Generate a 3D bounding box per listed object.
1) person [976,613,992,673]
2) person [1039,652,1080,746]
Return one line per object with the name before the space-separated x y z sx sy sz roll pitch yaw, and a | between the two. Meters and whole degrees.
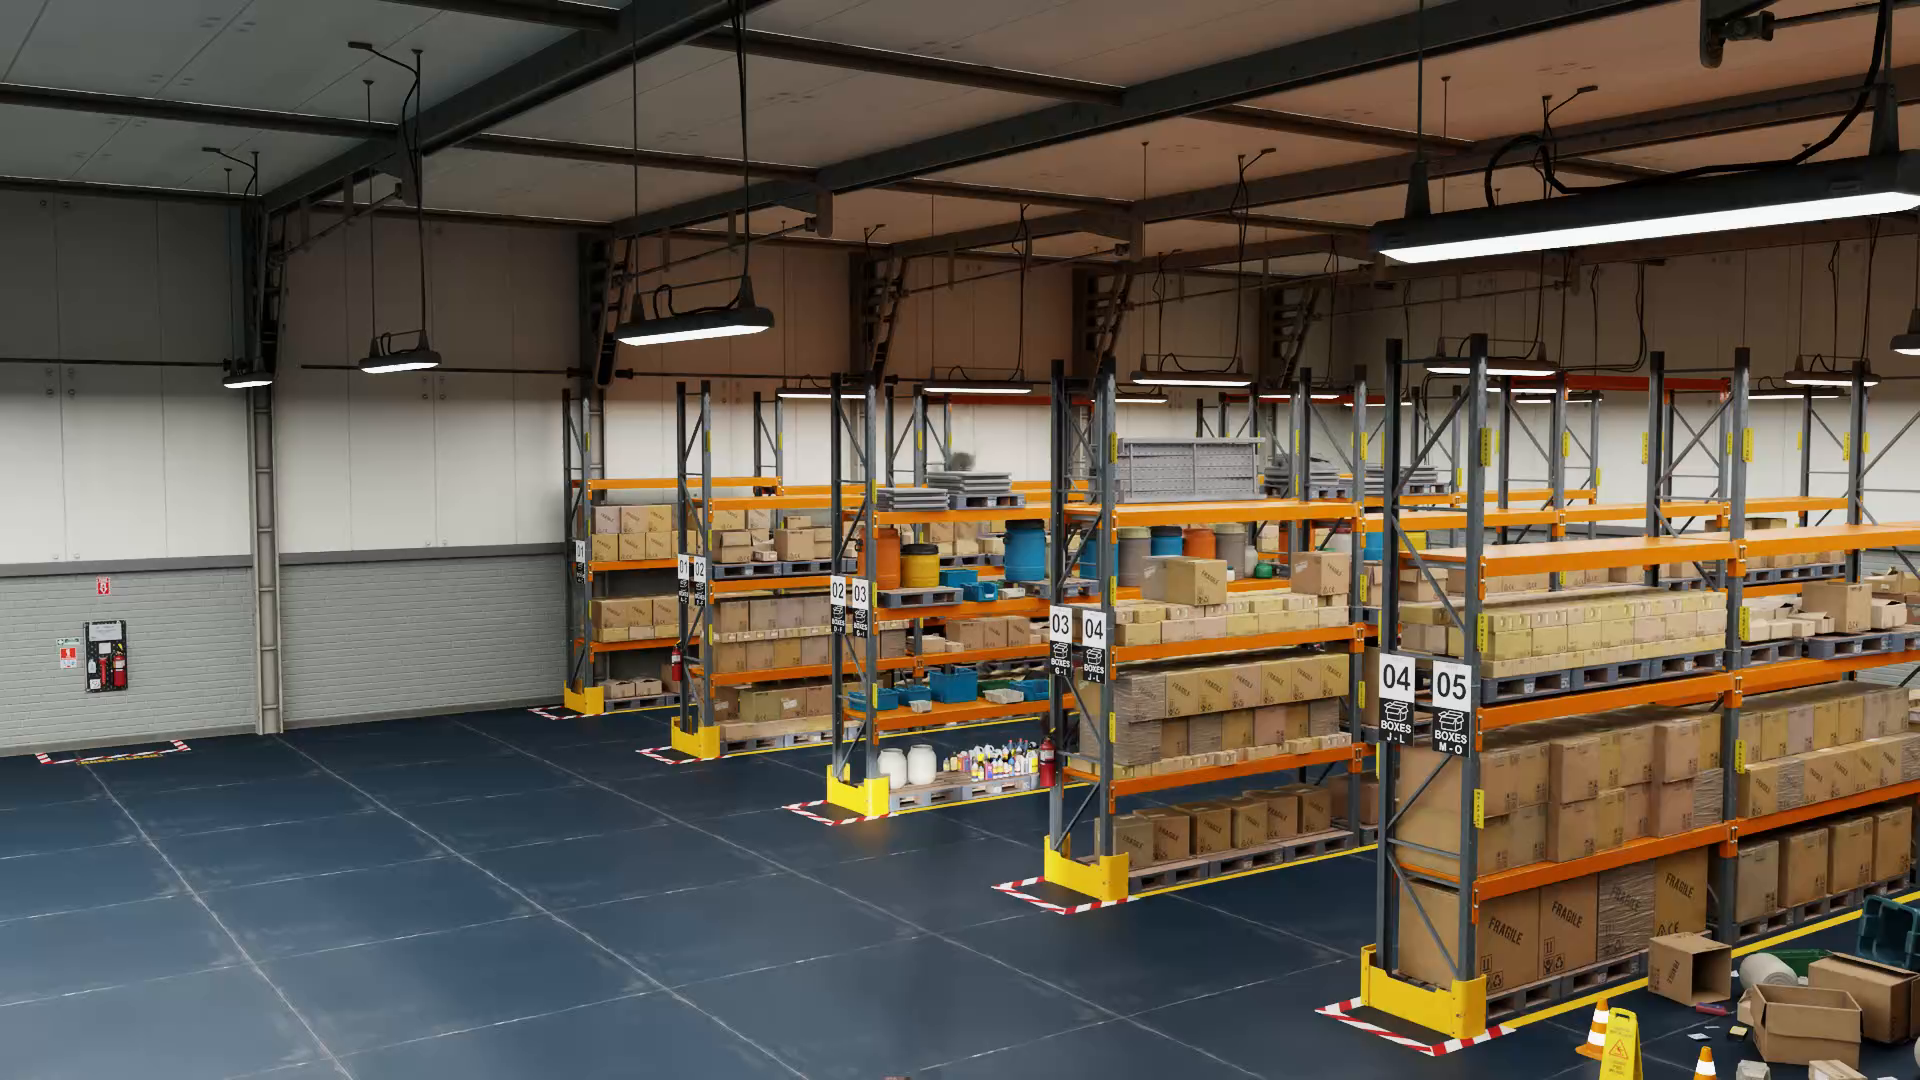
person | 0.456 2.192 33.179 0.816 1.737 0.554 -3 5 -42
person | 1.592 2.597 26.949 0.791 1.707 0.678 -2 4 -30
